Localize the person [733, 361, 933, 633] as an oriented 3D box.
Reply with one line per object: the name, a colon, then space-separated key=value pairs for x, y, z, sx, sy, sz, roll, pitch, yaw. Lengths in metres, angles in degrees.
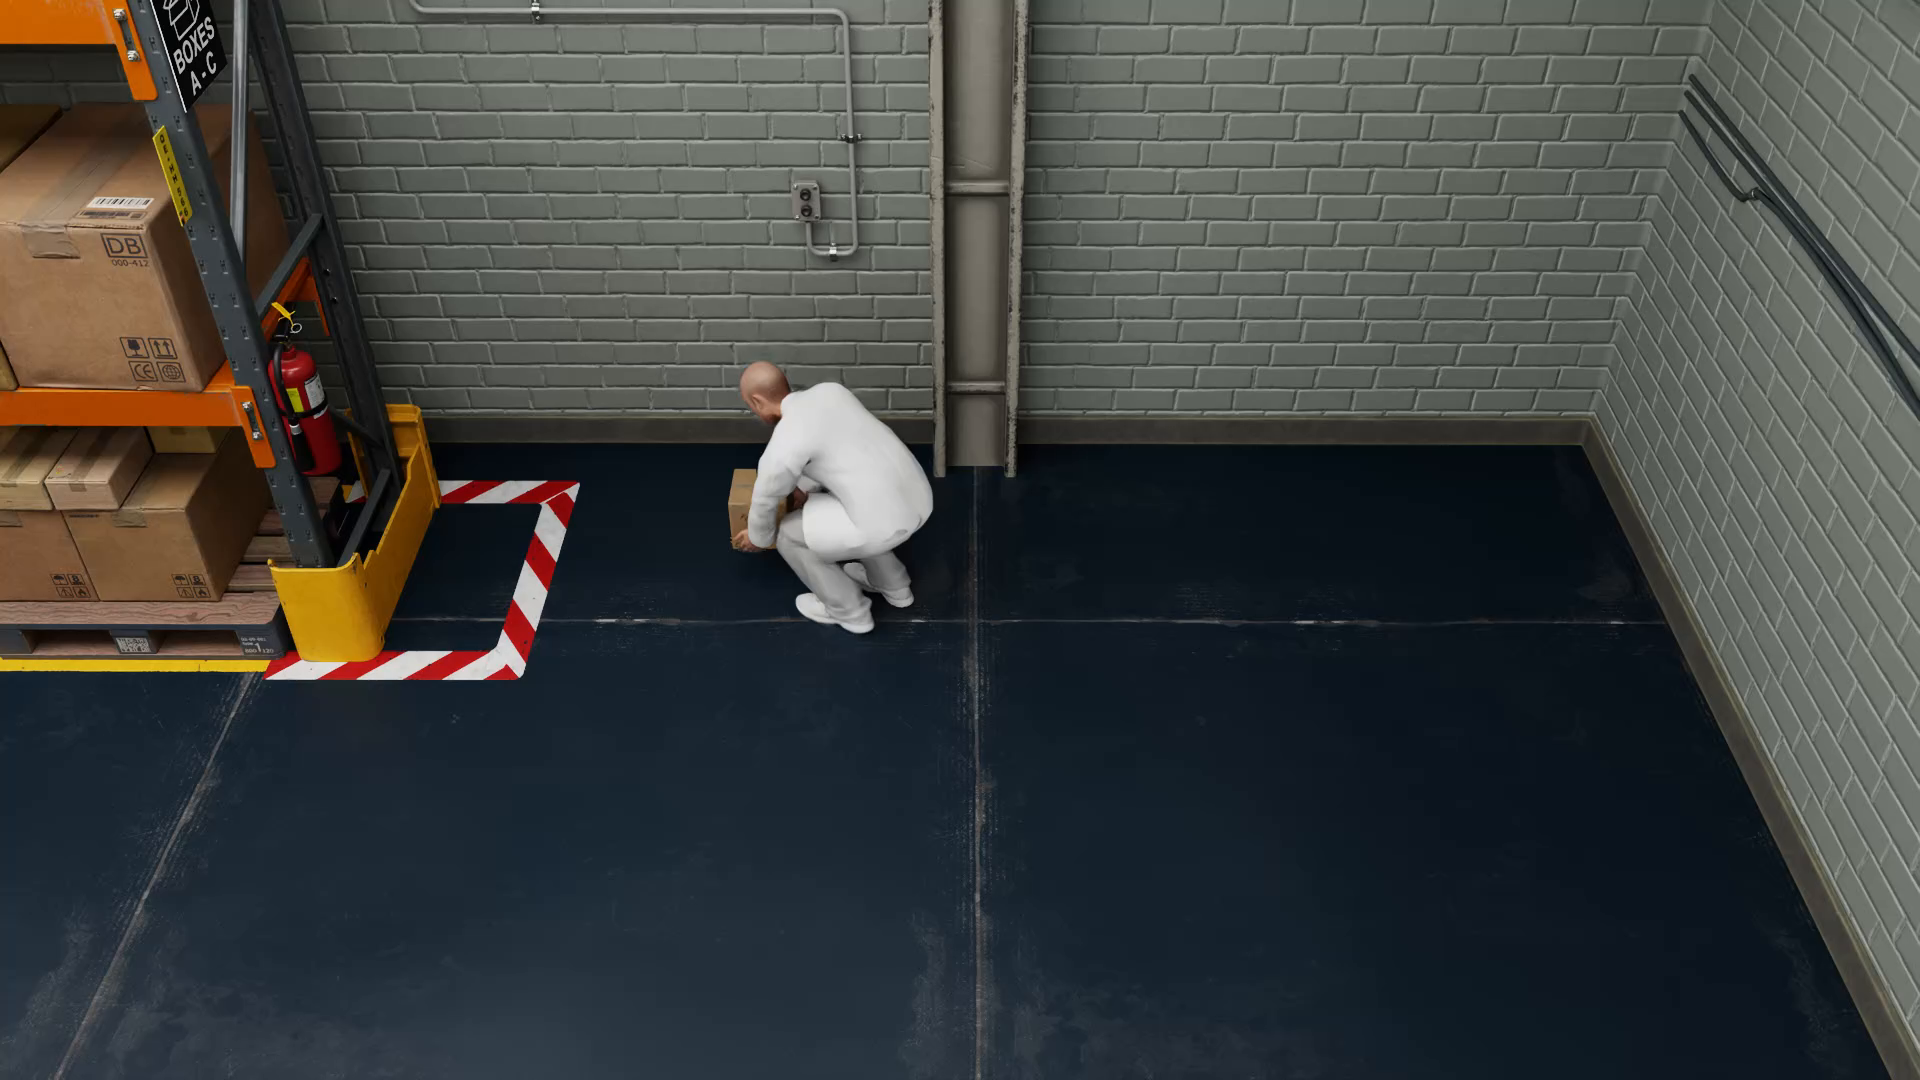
person: x=-0.525 y=-0.174 z=6.885 sx=0.861 sy=1.145 sz=0.617 roll=22 pitch=44 yaw=25
